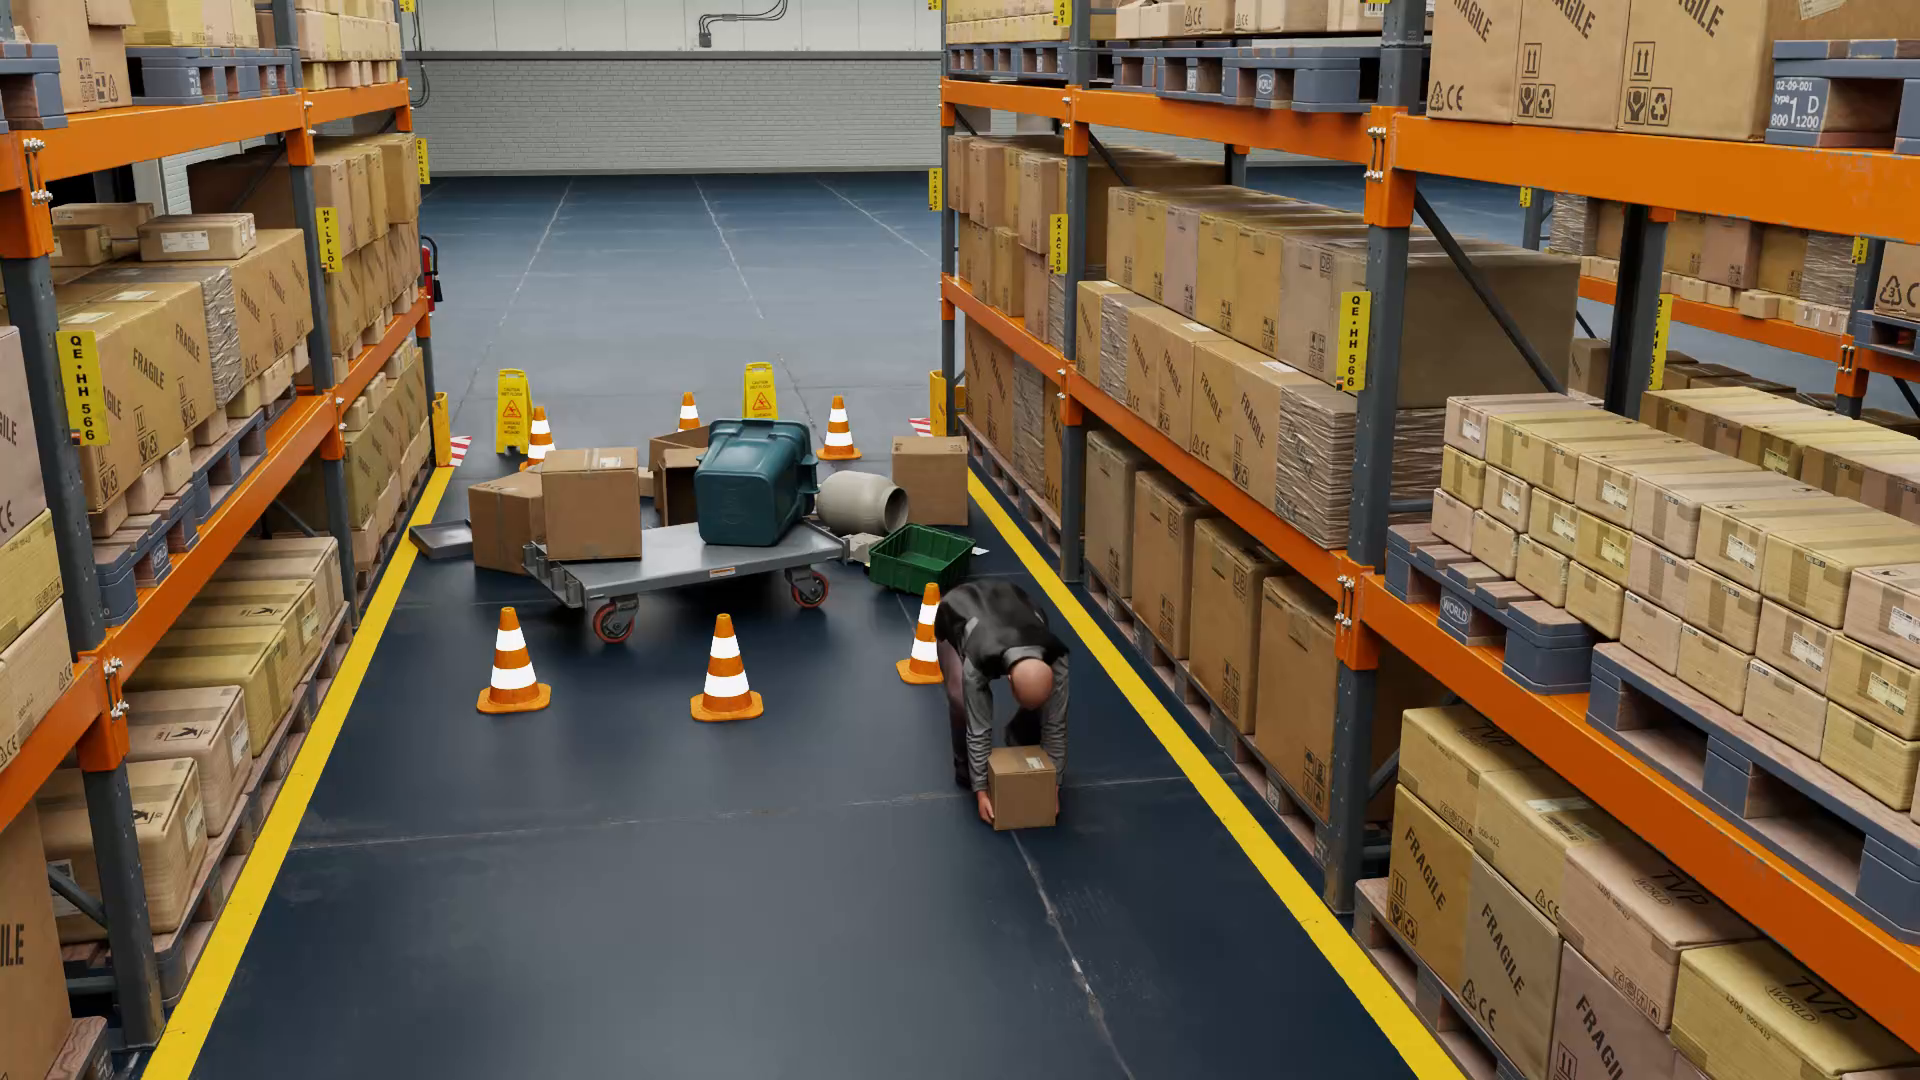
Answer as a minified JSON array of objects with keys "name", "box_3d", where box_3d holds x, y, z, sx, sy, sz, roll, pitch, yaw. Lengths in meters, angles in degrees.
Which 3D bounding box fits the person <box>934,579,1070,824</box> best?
[{"name":"person","box_3d":[0.191,0.644,6.977,0.507,0.857,0.954,-4,17,-12]}]
